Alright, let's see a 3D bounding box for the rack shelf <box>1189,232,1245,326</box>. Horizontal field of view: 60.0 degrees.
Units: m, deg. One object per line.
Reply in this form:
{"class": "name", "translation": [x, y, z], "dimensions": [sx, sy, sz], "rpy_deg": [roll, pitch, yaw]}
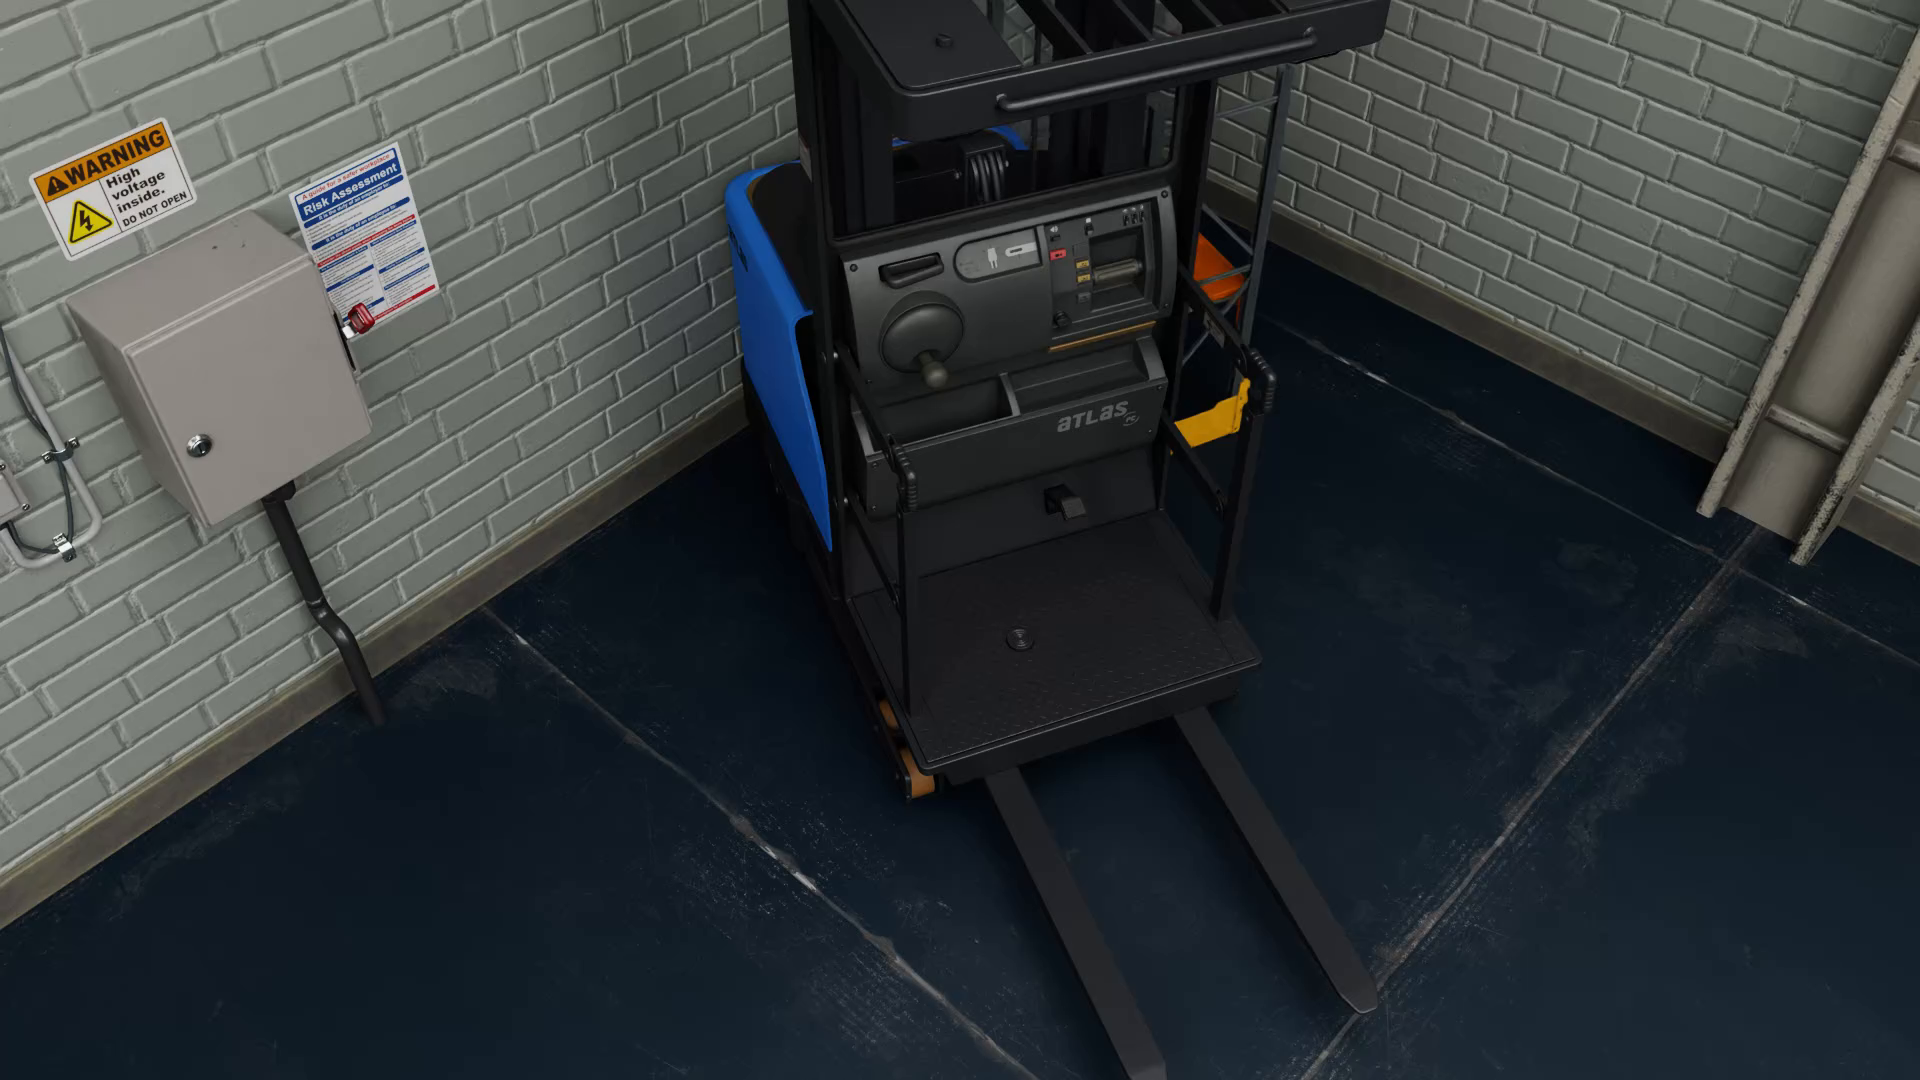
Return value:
{"class": "rack shelf", "translation": [0.555, -1.051, 5.955], "dimensions": [0.538, 0.185, 1.000], "rpy_deg": [-20, 50, -18]}

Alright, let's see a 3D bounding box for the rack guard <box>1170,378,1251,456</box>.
{"class": "rack guard", "translation": [0.776, -0.428, 5.981], "dimensions": [0.587, 0.250, 0.087], "rpy_deg": [-20, 50, -18]}

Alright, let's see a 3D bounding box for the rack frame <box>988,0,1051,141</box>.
{"class": "rack frame", "translation": [0.325, -1.505, 6.134], "dimensions": [0.500, 1.500, 0.032], "rpy_deg": [-20, 50, -18]}

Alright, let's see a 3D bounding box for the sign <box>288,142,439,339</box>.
{"class": "sign", "translation": [-1.605, -0.801, 4.510], "dimensions": [0.001, 0.494, 0.329], "rpy_deg": [34, 55, 28]}

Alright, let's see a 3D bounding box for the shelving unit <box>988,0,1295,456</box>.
{"class": "shelving unit", "translation": [0.551, -1.180, 5.829], "dimensions": [0.587, 1.500, 1.083], "rpy_deg": [-20, 50, -18]}

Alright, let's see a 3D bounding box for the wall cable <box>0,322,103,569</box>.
{"class": "wall cable", "translation": [-2.366, -0.527, 3.490], "dimensions": [0.122, 1.984, 0.588], "rpy_deg": [34, 55, 28]}

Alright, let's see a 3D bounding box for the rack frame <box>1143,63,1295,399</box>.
{"class": "rack frame", "translation": [0.785, -0.844, 5.513], "dimensions": [0.500, 1.500, 0.032], "rpy_deg": [-20, 50, -18]}

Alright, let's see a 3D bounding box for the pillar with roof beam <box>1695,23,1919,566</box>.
{"class": "pillar with roof beam", "translation": [-0.086, -0.862, 0.387], "dimensions": [0.400, 9.000, 9.100], "rpy_deg": [34, 55, 28]}

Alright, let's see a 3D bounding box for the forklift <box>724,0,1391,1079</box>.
{"class": "forklift", "translation": [0.227, -0.580, 4.284], "dimensions": [1.130, 2.935, 3.031], "rpy_deg": [-16, 49, -14]}

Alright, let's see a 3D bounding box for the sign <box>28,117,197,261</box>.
{"class": "sign", "translation": [-1.978, -0.822, 3.898], "dimensions": [0.001, 0.242, 0.339], "rpy_deg": [34, 55, 28]}

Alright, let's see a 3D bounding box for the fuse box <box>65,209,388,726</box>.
{"class": "fuse box", "translation": [-1.788, -0.026, 4.600], "dimensions": [0.414, 1.711, 0.539], "rpy_deg": [34, 55, 28]}
